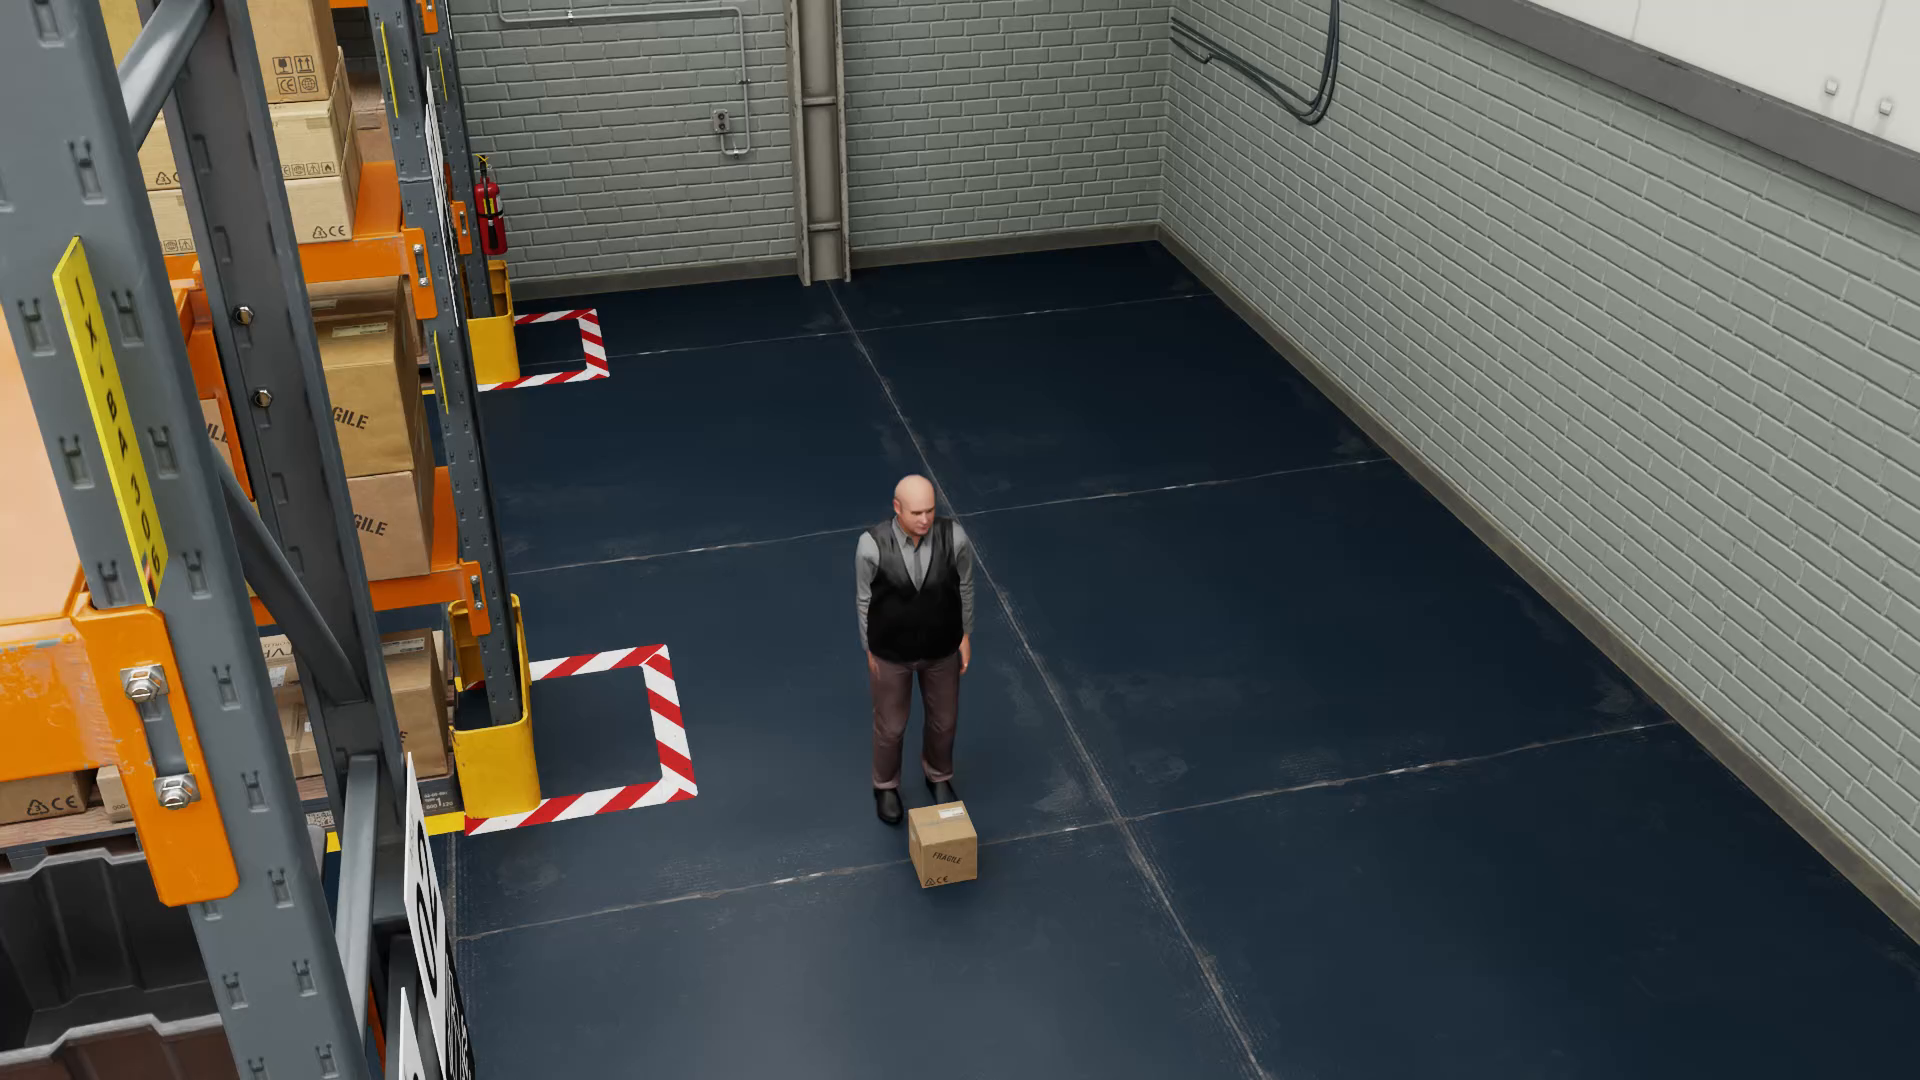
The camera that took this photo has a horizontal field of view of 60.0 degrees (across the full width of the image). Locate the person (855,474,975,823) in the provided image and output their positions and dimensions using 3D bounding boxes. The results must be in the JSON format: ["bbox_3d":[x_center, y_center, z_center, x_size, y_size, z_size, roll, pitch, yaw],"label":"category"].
[{"bbox_3d":[-0.187,0.490,7.440,0.533,1.722,0.352,-7,31,-12],"label":"person"}]
